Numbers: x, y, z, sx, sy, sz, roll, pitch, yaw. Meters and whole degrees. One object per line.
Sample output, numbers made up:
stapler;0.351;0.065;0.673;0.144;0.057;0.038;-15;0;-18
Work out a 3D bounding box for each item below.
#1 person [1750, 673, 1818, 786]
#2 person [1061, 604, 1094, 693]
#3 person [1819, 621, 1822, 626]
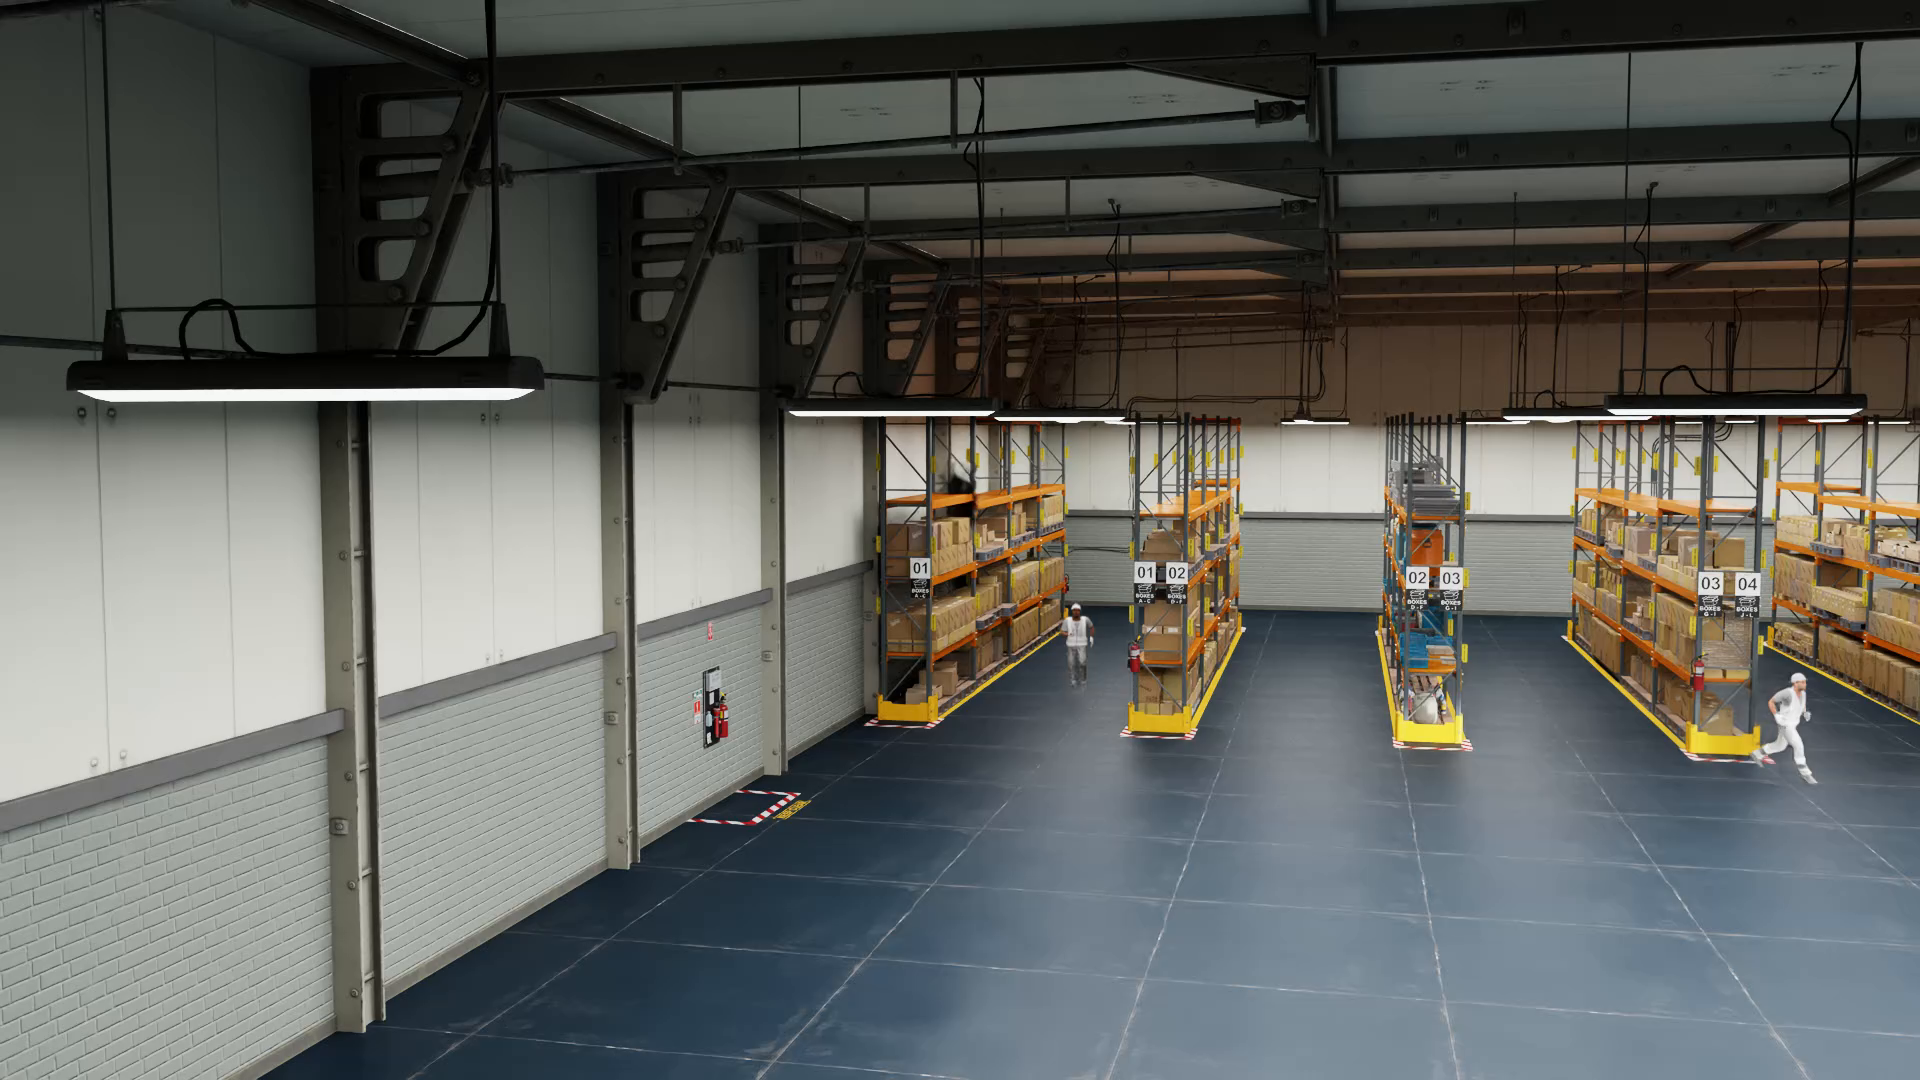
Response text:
person;13.405;3.017;27.022;0.660;1.775;1.139;-3;5;-37
person;2.420;2.232;34.378;0.667;1.824;0.739;1;4;8
person;22.897;1.921;44.280;0.633;1.657;0.487;-2;4;-22
